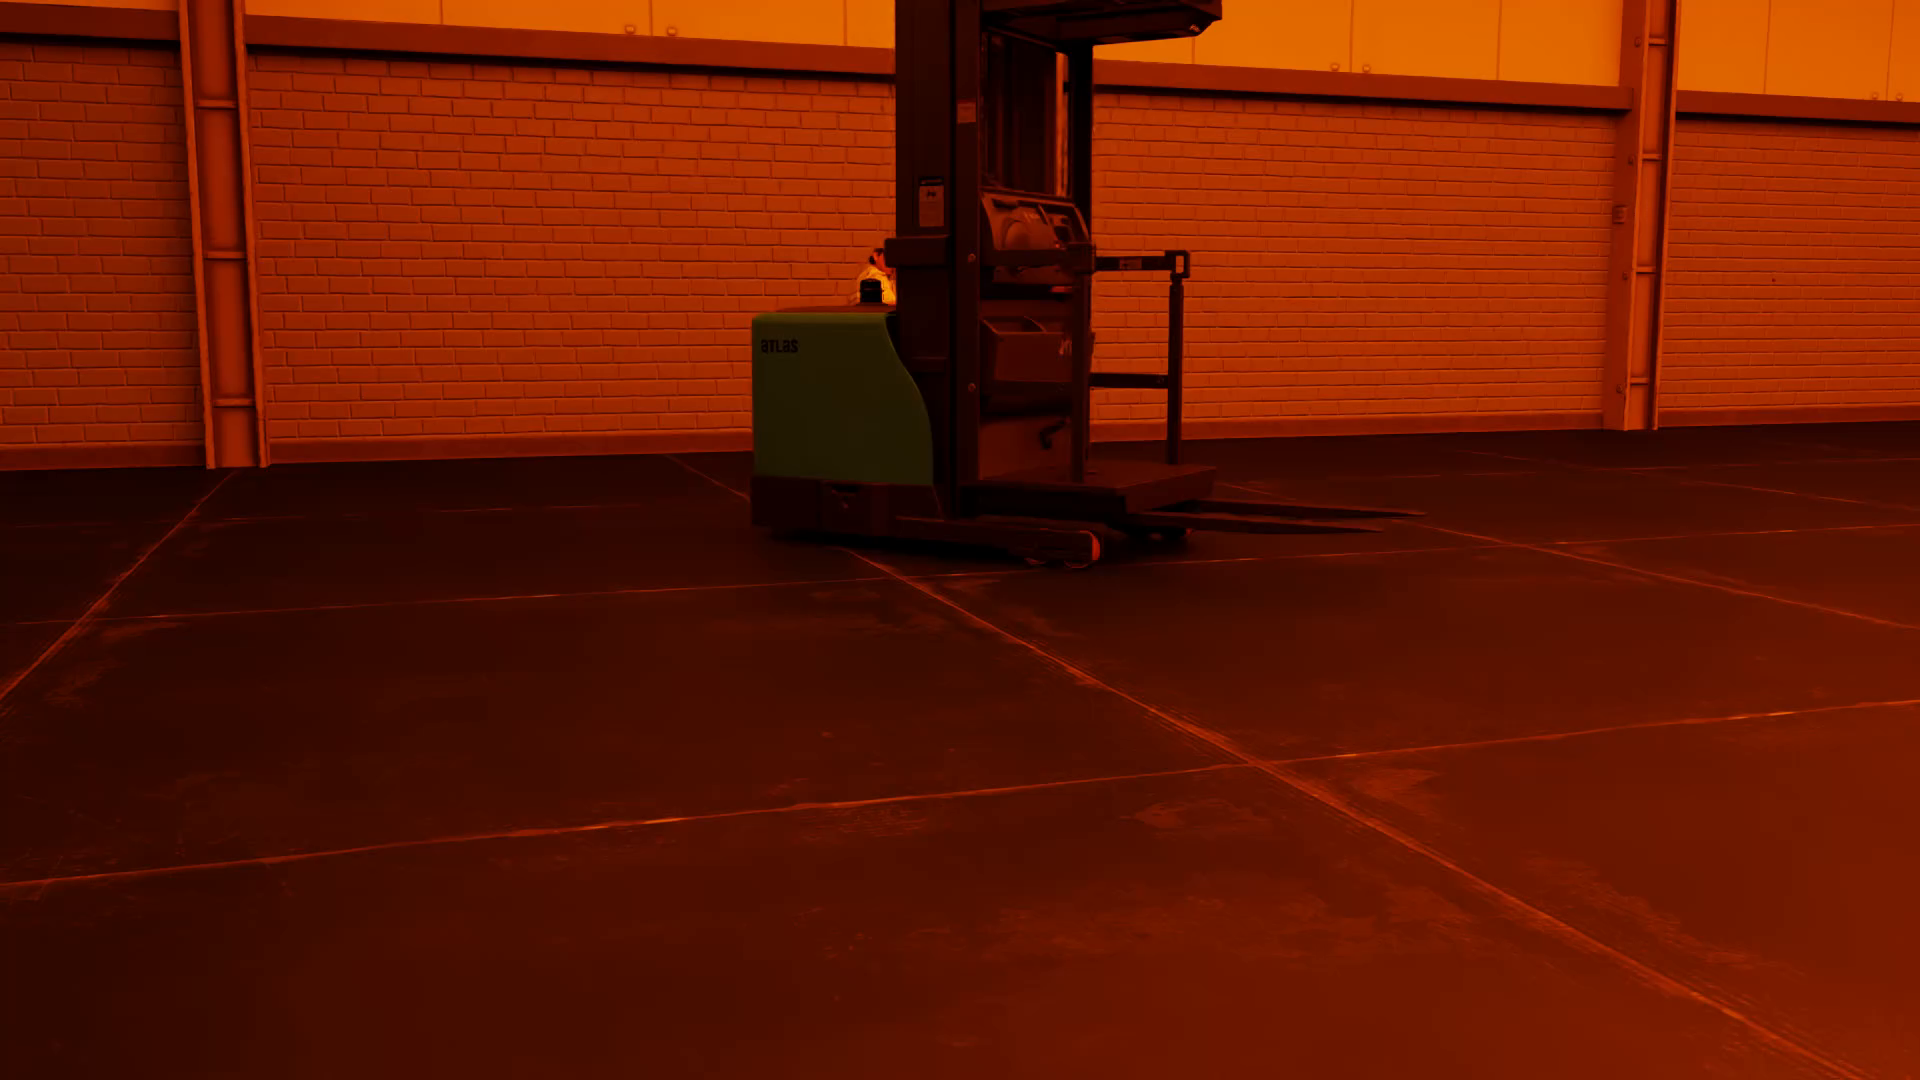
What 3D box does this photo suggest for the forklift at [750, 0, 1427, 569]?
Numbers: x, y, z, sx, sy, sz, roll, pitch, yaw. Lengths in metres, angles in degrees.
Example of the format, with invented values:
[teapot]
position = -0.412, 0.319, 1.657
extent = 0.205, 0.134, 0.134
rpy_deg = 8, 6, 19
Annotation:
[forklift]
position = 0.526, -1.410, 7.418
extent = 3.031, 2.935, 1.130
rpy_deg = 5, 9, 31

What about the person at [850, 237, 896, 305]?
[person]
position = -0.420, -1.167, 10.744
extent = 0.744, 1.555, 0.779
rpy_deg = -6, 10, -37
